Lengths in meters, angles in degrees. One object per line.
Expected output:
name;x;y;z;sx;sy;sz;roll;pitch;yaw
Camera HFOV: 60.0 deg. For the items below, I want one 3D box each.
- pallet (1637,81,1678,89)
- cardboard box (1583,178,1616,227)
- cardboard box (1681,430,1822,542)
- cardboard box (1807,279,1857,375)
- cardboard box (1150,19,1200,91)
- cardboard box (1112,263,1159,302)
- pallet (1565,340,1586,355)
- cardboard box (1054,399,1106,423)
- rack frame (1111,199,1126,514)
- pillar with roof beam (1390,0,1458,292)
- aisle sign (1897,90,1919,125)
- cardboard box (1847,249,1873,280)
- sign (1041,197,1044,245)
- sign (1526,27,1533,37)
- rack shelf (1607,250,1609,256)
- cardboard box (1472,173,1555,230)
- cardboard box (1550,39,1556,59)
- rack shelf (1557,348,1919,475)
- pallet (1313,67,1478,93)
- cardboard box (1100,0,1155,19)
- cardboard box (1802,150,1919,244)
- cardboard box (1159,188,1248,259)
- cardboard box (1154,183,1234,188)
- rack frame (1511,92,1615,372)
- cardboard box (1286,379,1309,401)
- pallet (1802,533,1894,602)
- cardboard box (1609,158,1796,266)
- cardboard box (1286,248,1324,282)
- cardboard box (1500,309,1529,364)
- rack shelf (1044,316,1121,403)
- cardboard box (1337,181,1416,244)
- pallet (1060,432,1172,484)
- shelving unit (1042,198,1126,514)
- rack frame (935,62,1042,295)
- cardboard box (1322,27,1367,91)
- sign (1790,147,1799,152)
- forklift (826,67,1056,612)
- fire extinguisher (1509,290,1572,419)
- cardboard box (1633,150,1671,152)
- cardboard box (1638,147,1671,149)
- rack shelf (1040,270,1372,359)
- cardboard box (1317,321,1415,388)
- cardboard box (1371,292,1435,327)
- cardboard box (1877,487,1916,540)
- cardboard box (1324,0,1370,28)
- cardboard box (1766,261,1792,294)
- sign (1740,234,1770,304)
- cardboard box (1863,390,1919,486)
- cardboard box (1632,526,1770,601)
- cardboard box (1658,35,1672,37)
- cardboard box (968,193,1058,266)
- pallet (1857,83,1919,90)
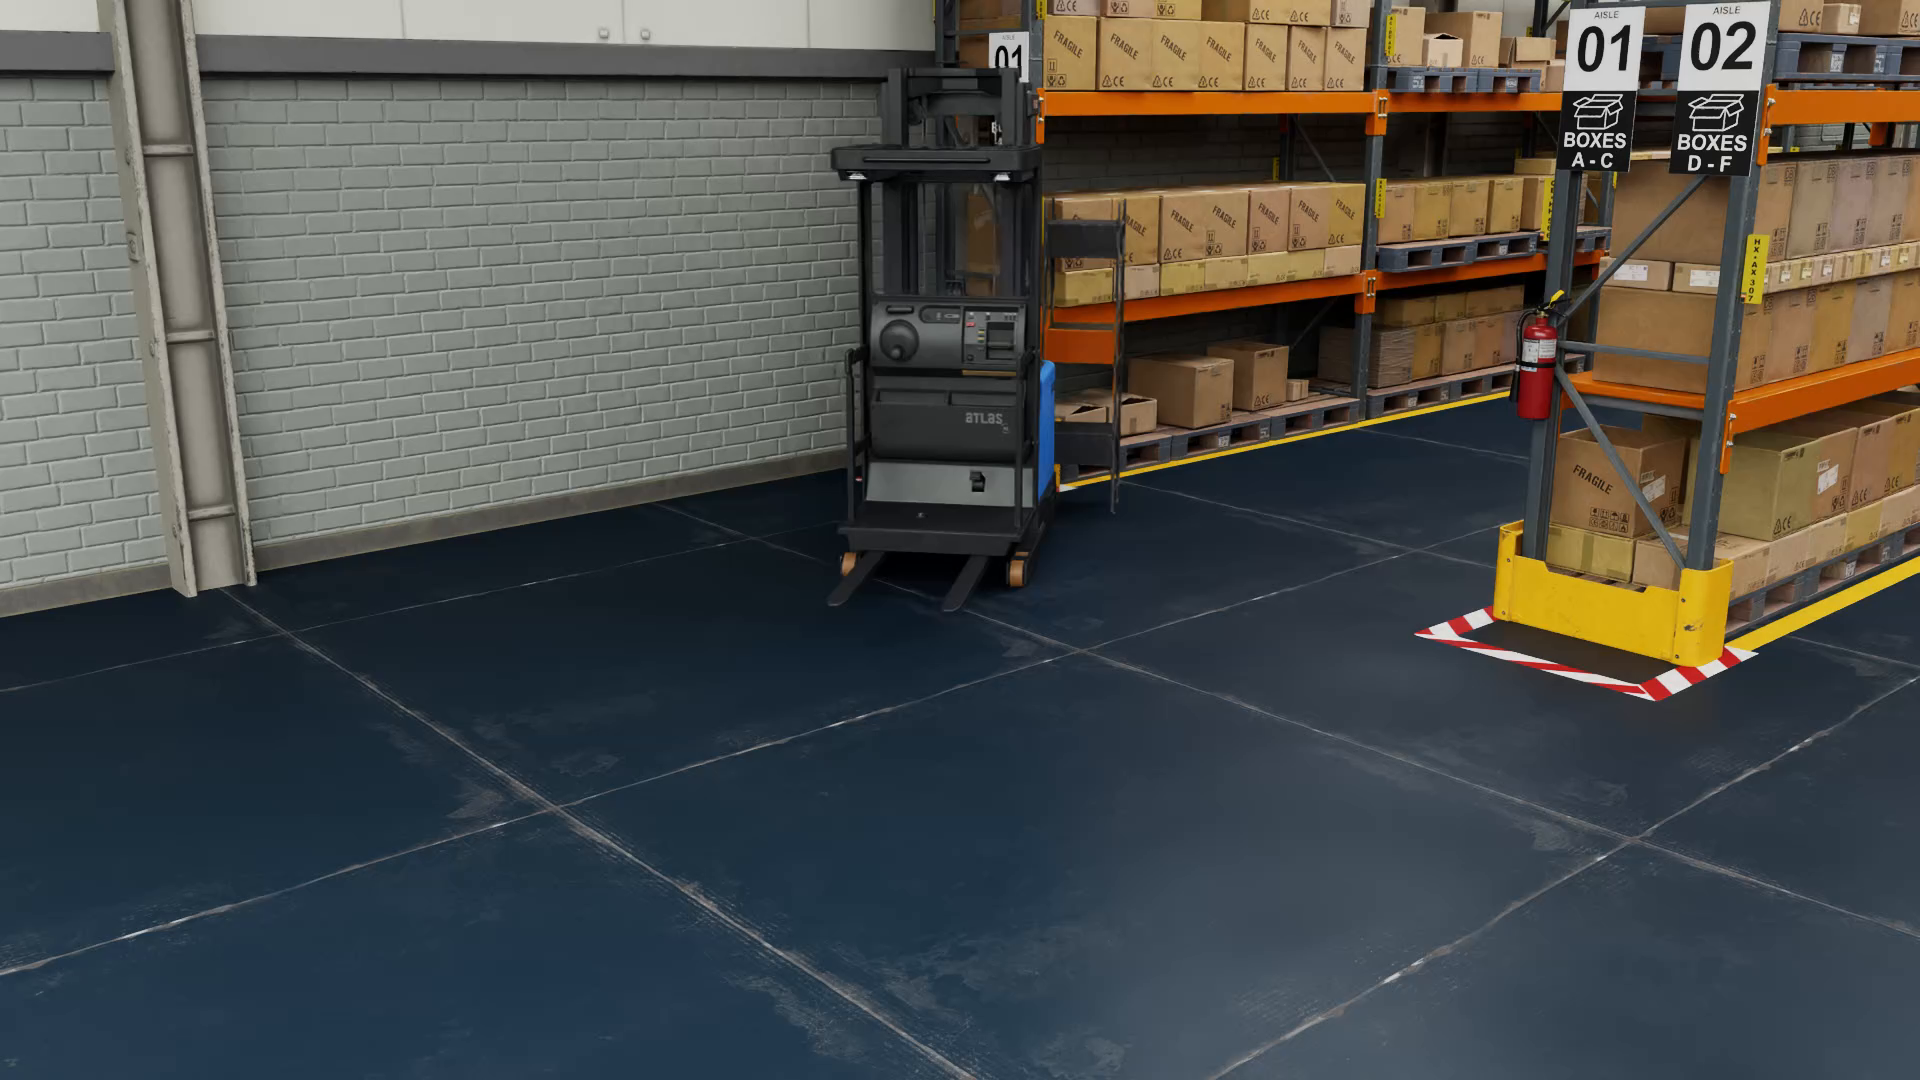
pallet;6.677;-4.746;17.259;1.003;0.211;1.213;-12;19;-37
cardboard box;6.761;-3.503;17.242;0.500;0.500;0.500;-12;19;-38
cardboard box;4.372;-0.319;9.193;0.500;0.500;0.500;-13;19;-39
cardboard box;4.578;-1.247;9.414;0.500;0.500;0.700;-12;19;-39
cardboard box;1.425;-3.601;12.375;0.500;0.500;0.500;-12;19;-37
cardboard box;1.150;-1.962;12.535;0.500;0.250;0.500;-13;20;-41
pallet;6.870;-2.040;17.979;1.213;0.211;1.003;-13;19;-39
cardboard box;0.772;-0.927;12.764;0.500;0.311;0.500;13;20;41
rack frame;1.081;-1.241;11.328;0.015;2.100;0.400;3;15;11
pillar with roof beam;7.504;-5.277;13.068;0.400;9.000;9.100;-13;19;-39
aisle sign;12.512;-5.834;21.739;0.004;0.787;0.394;-13;19;-39
cardboard box;4.853;-1.554;9.306;0.250;0.149;0.380;-13;20;-40
sign;0.547;-2.226;11.594;0.005;0.325;0.100;-13;19;-39
sign;5.868;-5.115;17.120;0.005;0.325;0.100;-13;19;-39
rack shelf;7.735;-3.260;18.535;4.000;0.370;1.077;-13;19;-39
cardboard box;5.474;-3.348;16.425;0.700;0.500;0.500;14;20;42
cardboard box;5.532;-4.699;16.483;0.500;0.500;0.500;-13;19;-39
rack shelf;4.954;-0.941;9.854;4.000;0.370;1.077;-13;19;-39
pallet;3.744;-4.033;14.588;1.003;0.211;1.213;-13;19;-39
cardboard box;1.053;-3.997;11.918;0.500;0.500;0.500;-13;20;-40
cardboard box;5.374;-2.055;9.925;0.500;0.500;0.700;-13;20;-39
cardboard box;1.903;-2.493;13.070;0.500;0.500;0.500;-12;19;-38
cardboard box;1.945;-2.681;13.774;0.500;0.500;0.500;-12;19;-38
rack frame;6.226;-3.269;17.174;0.127;3.000;1.000;-13;19;-39
cardboard box;2.825;-1.338;14.585;0.380;0.166;0.250;13;20;40
pallet;4.915;0.054;10.138;1.213;0.211;1.003;-13;19;-39
cardboard box;3.846;-1.710;8.633;0.500;0.500;0.700;-13;19;-39
cardboard box;2.669;-2.306;13.823;0.500;0.250;0.500;-13;19;-39
cardboard box;5.252;-2.077;16.703;0.500;0.500;0.700;-13;20;-39
rack shelf;0.841;-1.240;11.376;0.480;0.518;0.431;3;15;11
cardboard box;3.615;-2.931;14.866;0.500;0.500;0.700;-13;19;-39
pallet;0.885;-0.710;12.998;1.213;0.211;1.003;-13;19;-39
shelving unit;0.841;-1.253;11.373;0.503;2.100;0.431;3;15;11
rack frame;0.191;-1.913;12.101;0.127;3.000;1.000;-13;19;-39
cardboard box;2.988;-3.964;13.733;0.500;0.500;0.500;-12;19;-38
sign;9.607;-4.363;19.183;0.005;0.325;0.100;-13;19;-39
forklift;-0.105;-1.237;9.700;1.130;2.935;3.031;3;15;9
fire extinguisher;3.052;-0.983;8.766;0.183;0.674;0.296;-13;19;-39
cardboard box;7.517;-4.036;17.785;0.500;0.250;0.500;-12;19;-39
cardboard box;7.960;-4.307;18.800;0.500;0.250;0.500;-14;20;-41
rack shelf;1.700;-1.905;13.462;4.000;0.370;1.077;-13;19;-39
cardboard box;3.753;-1.724;15.382;0.500;0.500;0.700;-12;19;-38
cardboard box;4.083;-2.161;15.567;0.500;0.250;0.500;-13;20;-41
cardboard box;5.506;-0.210;10.239;0.500;0.250;0.500;-13;19;-39
cardboard box;3.009;-4.444;13.590;0.500;0.500;0.500;14;20;42
cardboard box;4.081;-1.381;8.657;0.250;0.149;0.380;-13;20;-41
sign;3.806;-1.297;7.962;0.005;0.325;0.100;-13;19;-39
cardboard box;5.872;-0.660;10.471;0.500;0.500;0.500;-13;19;-39
cardboard box;3.996;0.128;8.971;0.500;0.250;0.500;-13;19;-39
cardboard box;4.141;-2.843;8.975;0.500;0.250;0.500;-13;19;-39
cardboard box;0.407;-2.334;12.474;0.500;0.500;0.500;-13;20;-40
pallet;11.708;-5.902;21.394;1.213;0.211;1.003;-13;19;-39
